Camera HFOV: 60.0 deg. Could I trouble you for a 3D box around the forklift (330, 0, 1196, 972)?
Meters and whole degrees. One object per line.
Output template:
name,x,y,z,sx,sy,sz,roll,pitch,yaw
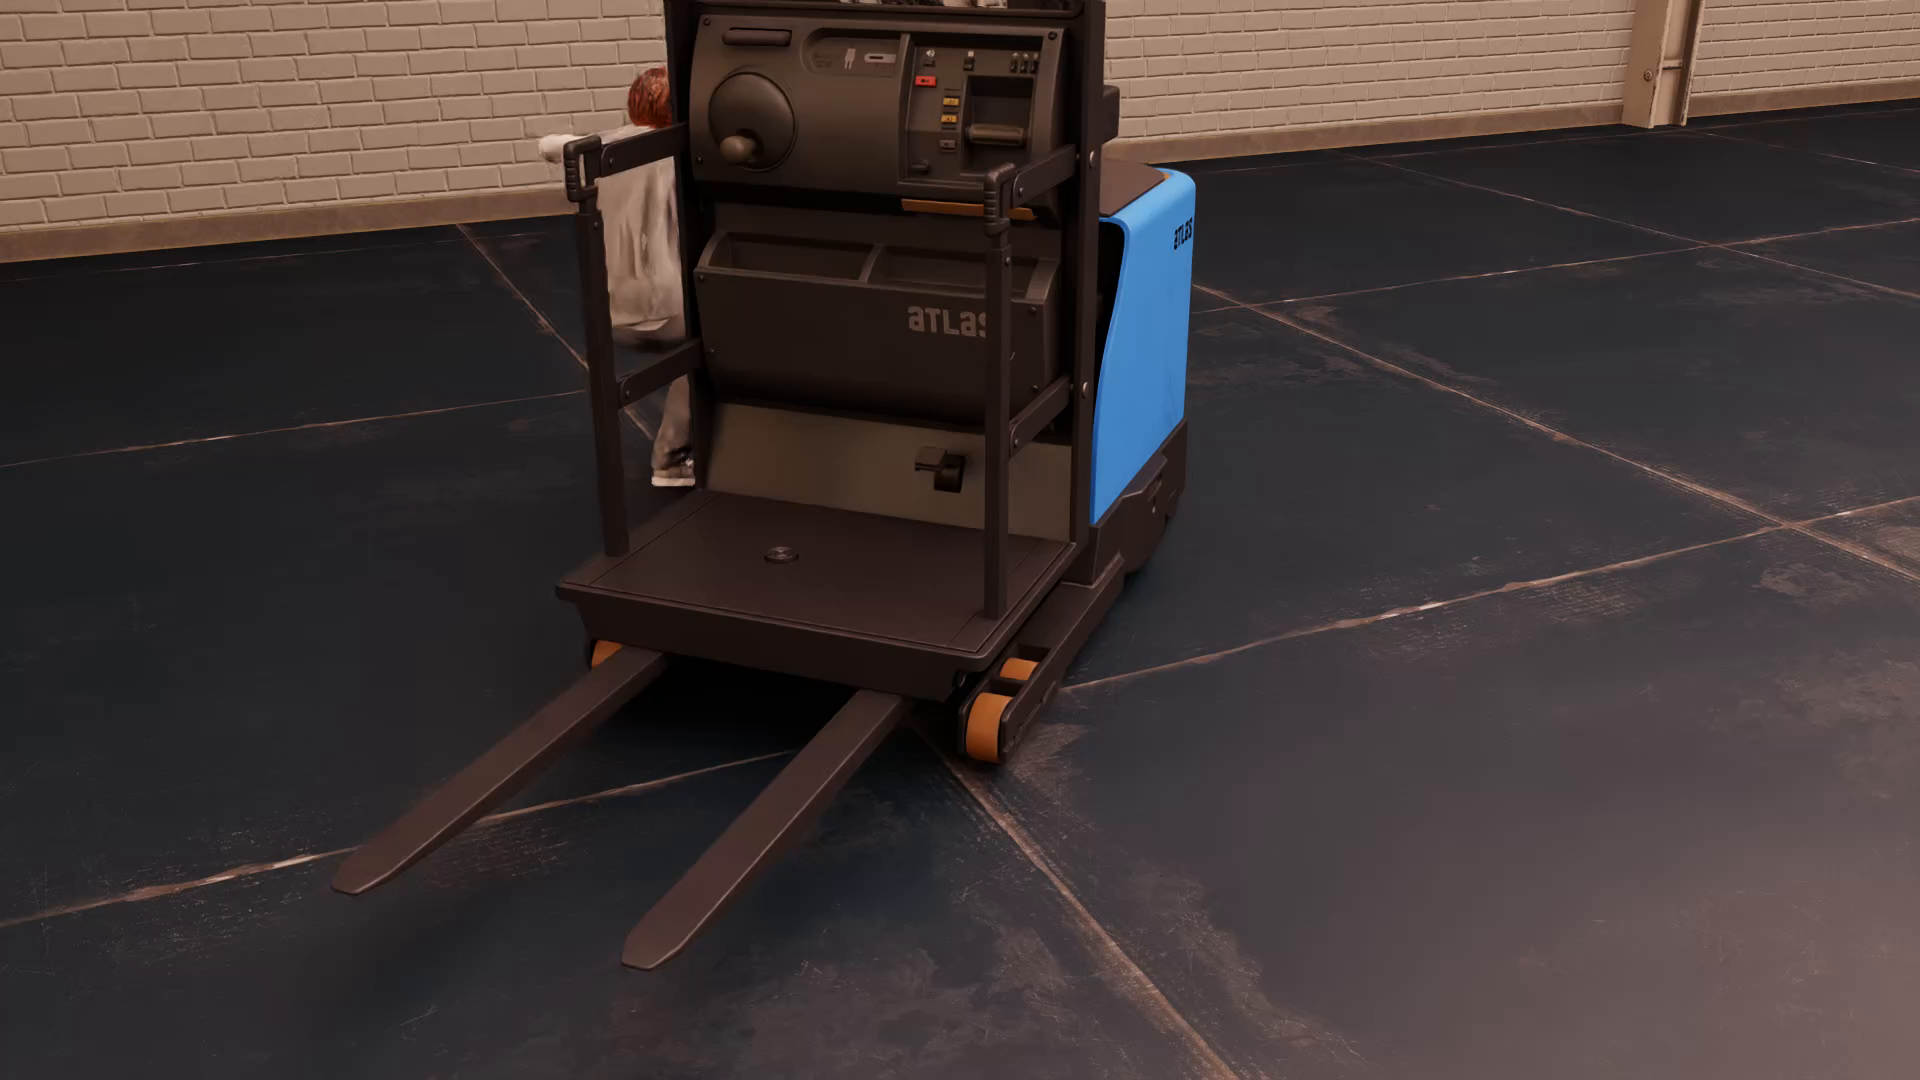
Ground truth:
forklift,-0.286,-1.014,3.727,1.130,2.935,3.031,8,24,19

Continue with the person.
person,-0.880,-0.832,5.379,1.359,1.331,0.723,8,24,18
